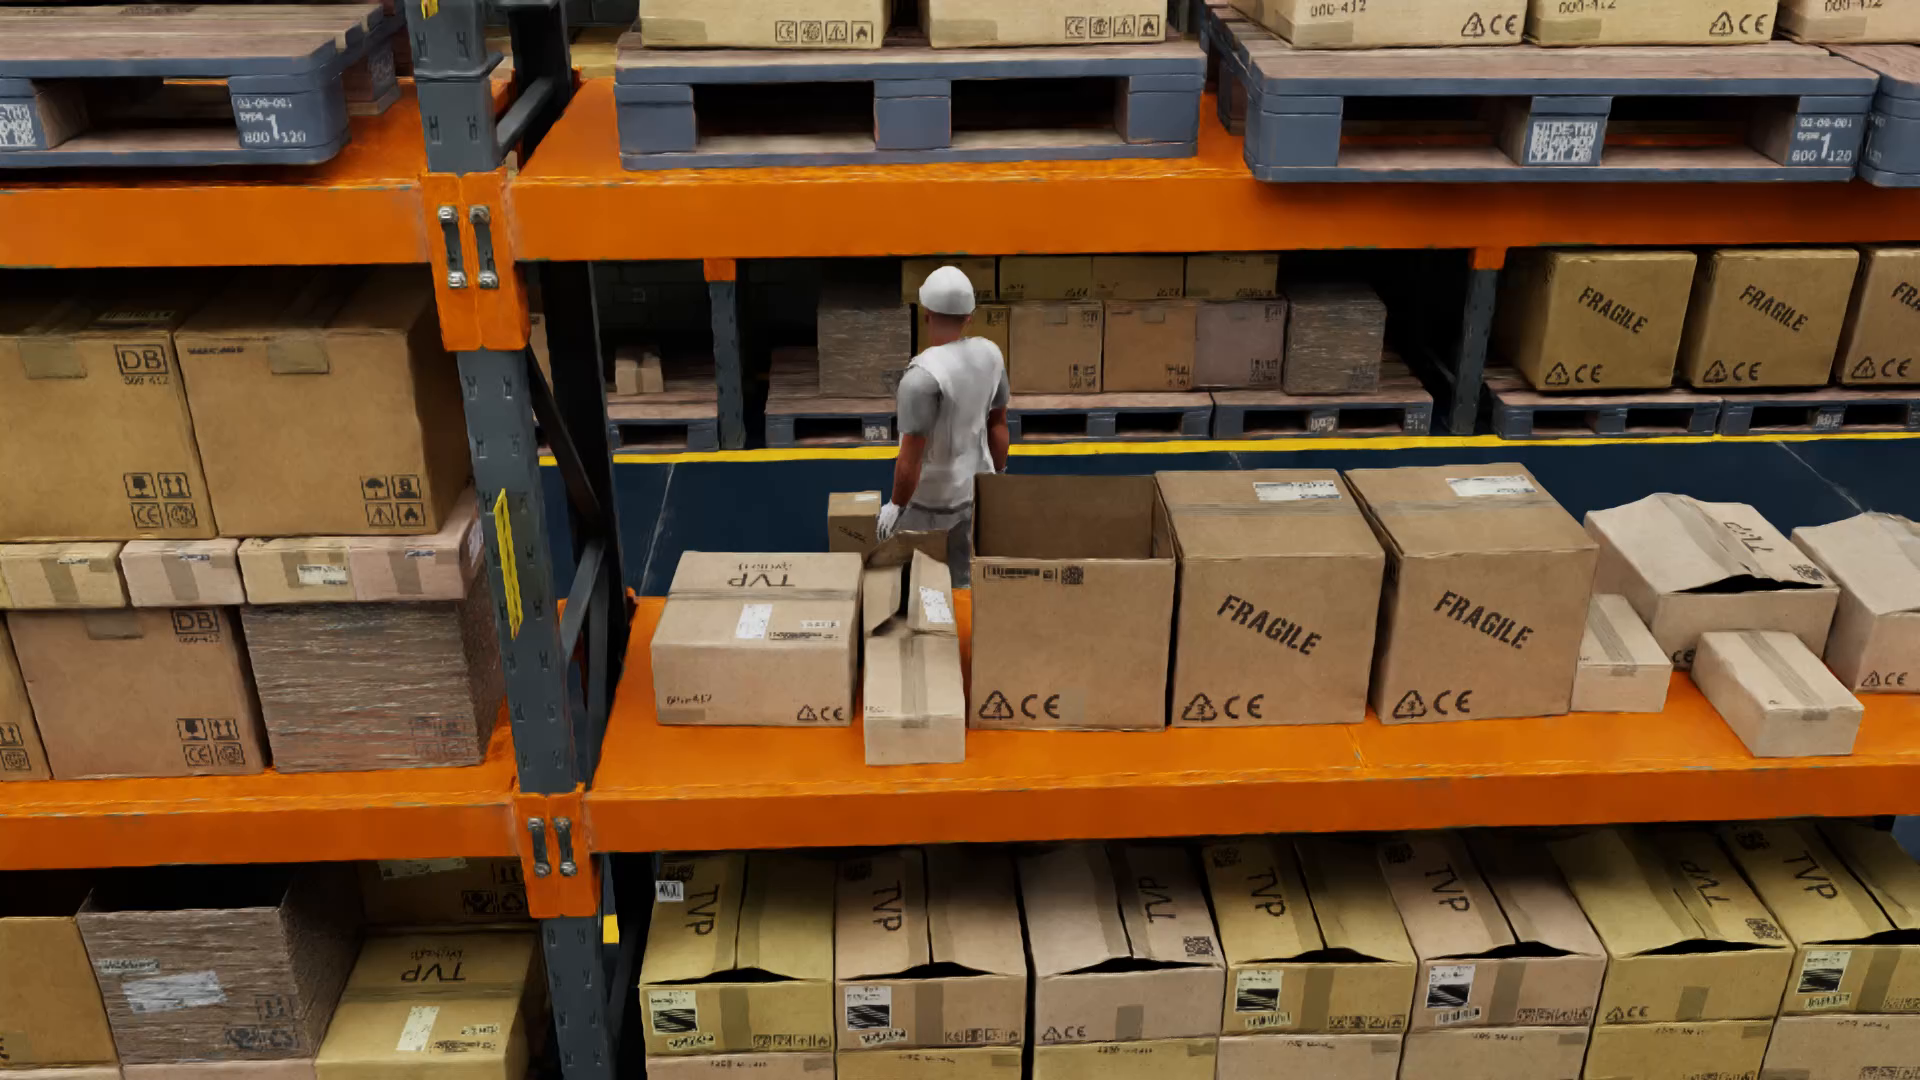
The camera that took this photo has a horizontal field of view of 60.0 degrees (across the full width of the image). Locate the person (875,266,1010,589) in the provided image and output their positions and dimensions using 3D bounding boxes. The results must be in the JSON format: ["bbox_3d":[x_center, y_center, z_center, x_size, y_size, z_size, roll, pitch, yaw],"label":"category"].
[{"bbox_3d":[-0.027,-0.162,6.379,0.449,1.785,0.633,23,35,37],"label":"person"}]
